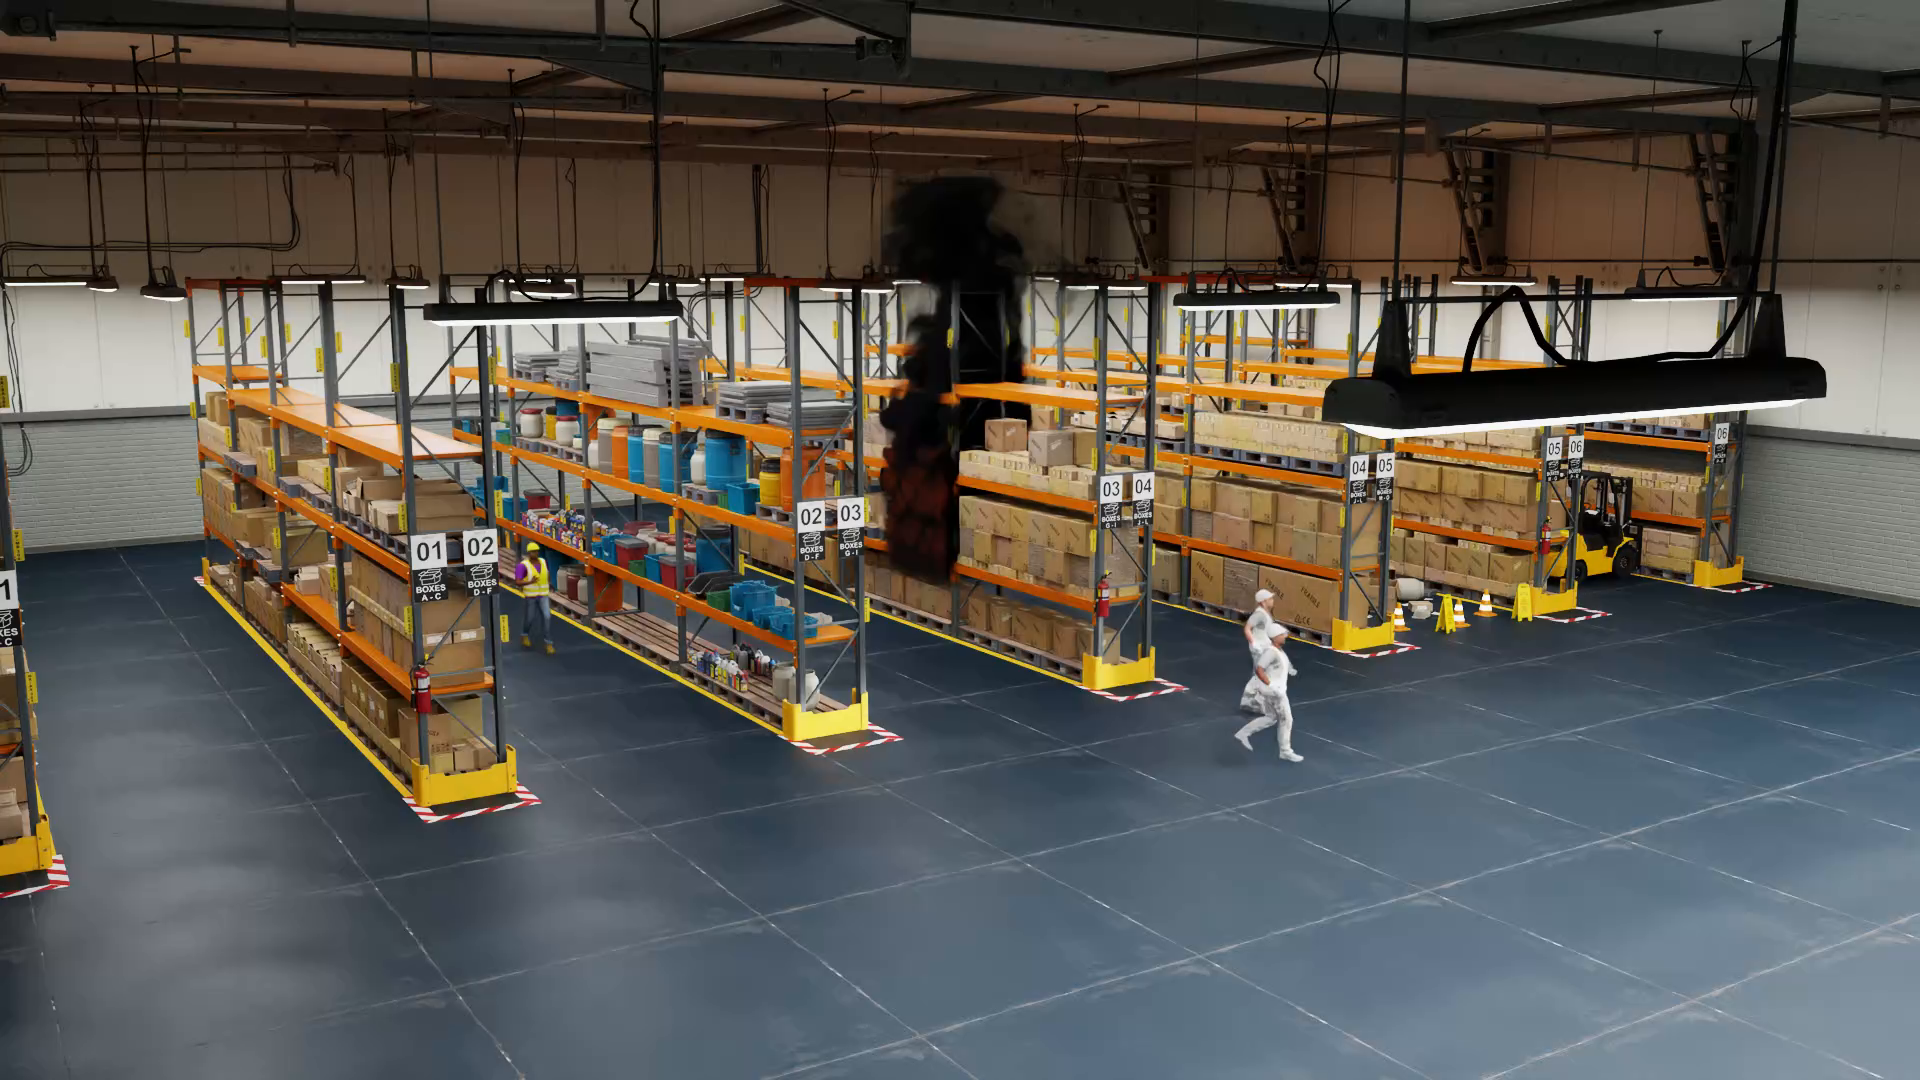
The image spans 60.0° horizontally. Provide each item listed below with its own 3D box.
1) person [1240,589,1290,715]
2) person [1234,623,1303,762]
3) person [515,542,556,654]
[{"bbox_3d":[4.290,1.573,23.352,0.673,1.783,0.661,2,10,10],"label":"person"},{"bbox_3d":[3.960,1.931,21.219,0.882,1.786,0.670,1,10,6],"label":"person"},{"bbox_3d":[-6.906,0.919,27.074,0.691,1.776,0.944,-7,12,-35],"label":"person"}]
